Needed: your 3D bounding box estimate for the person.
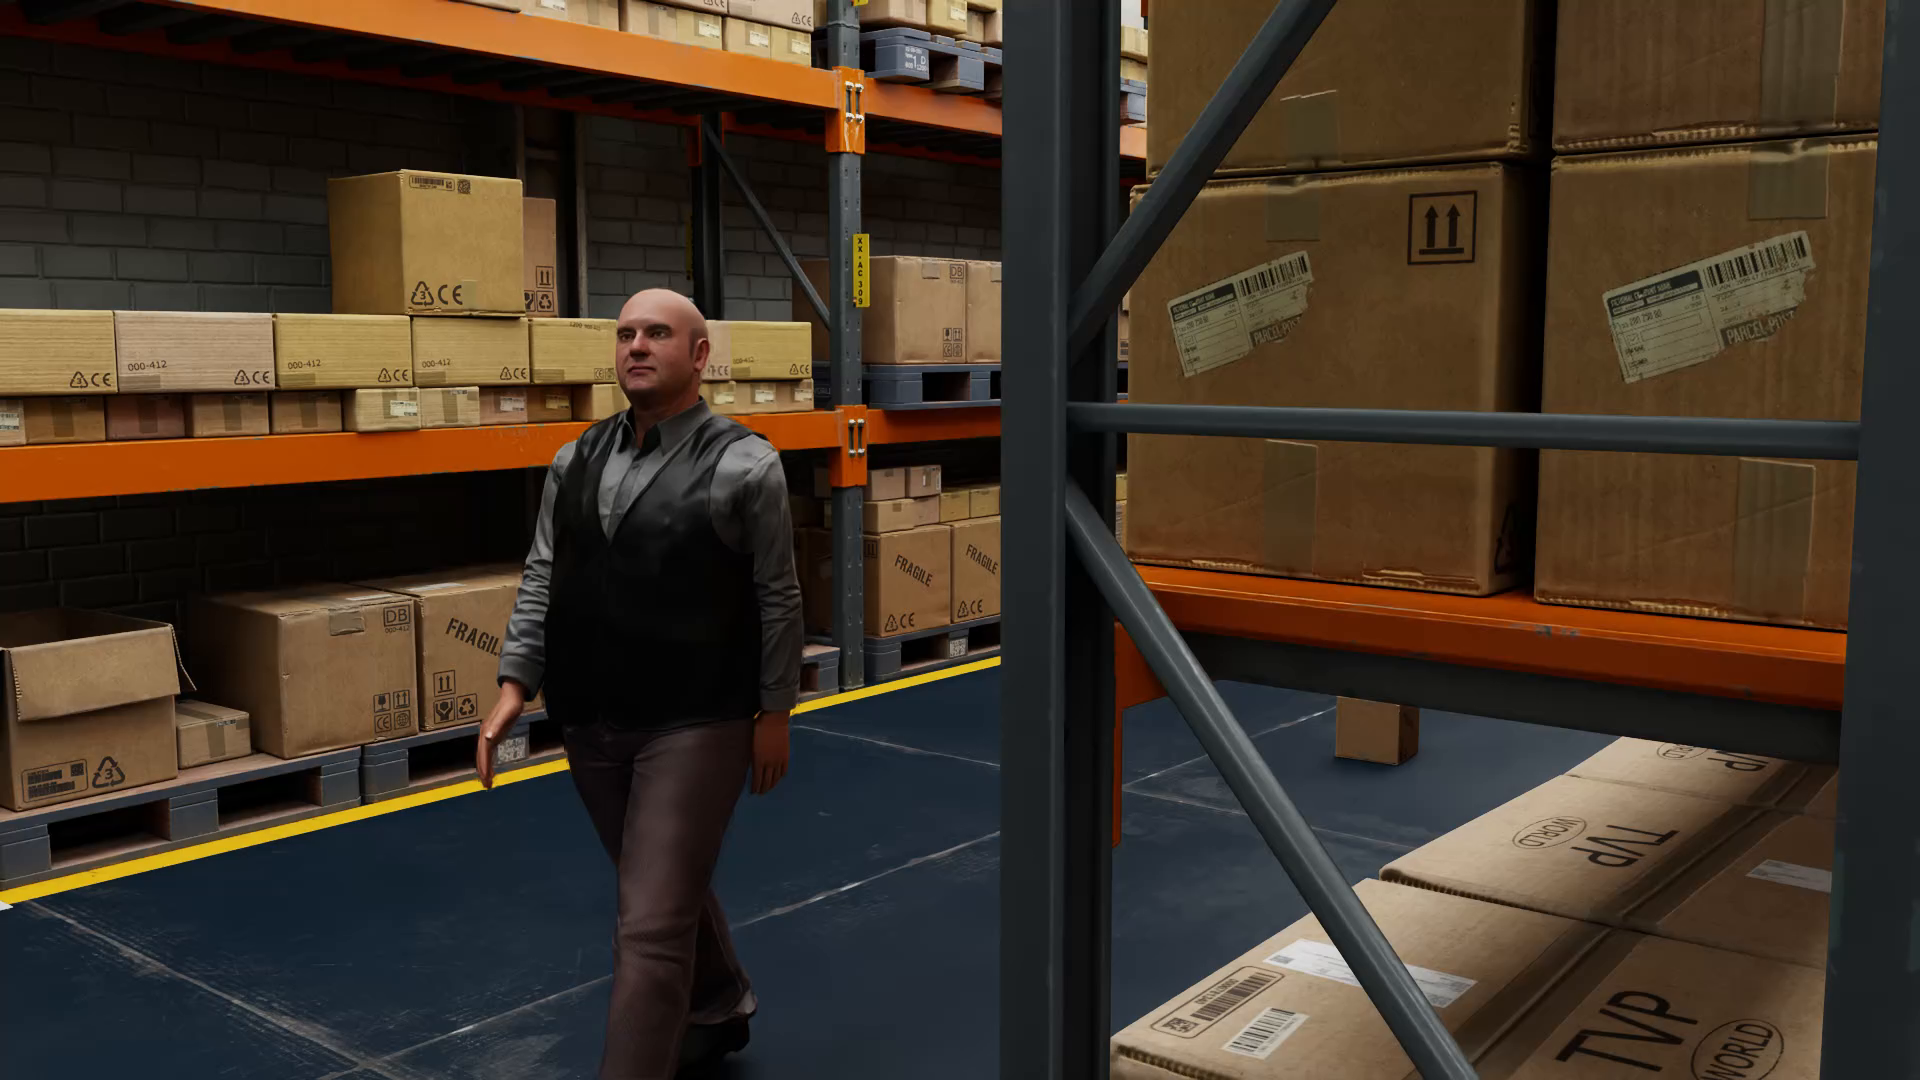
[{"bbox_3d":[-0.640,0.354,3.189,0.544,1.664,0.996,3,7,24],"label":"person"}]
